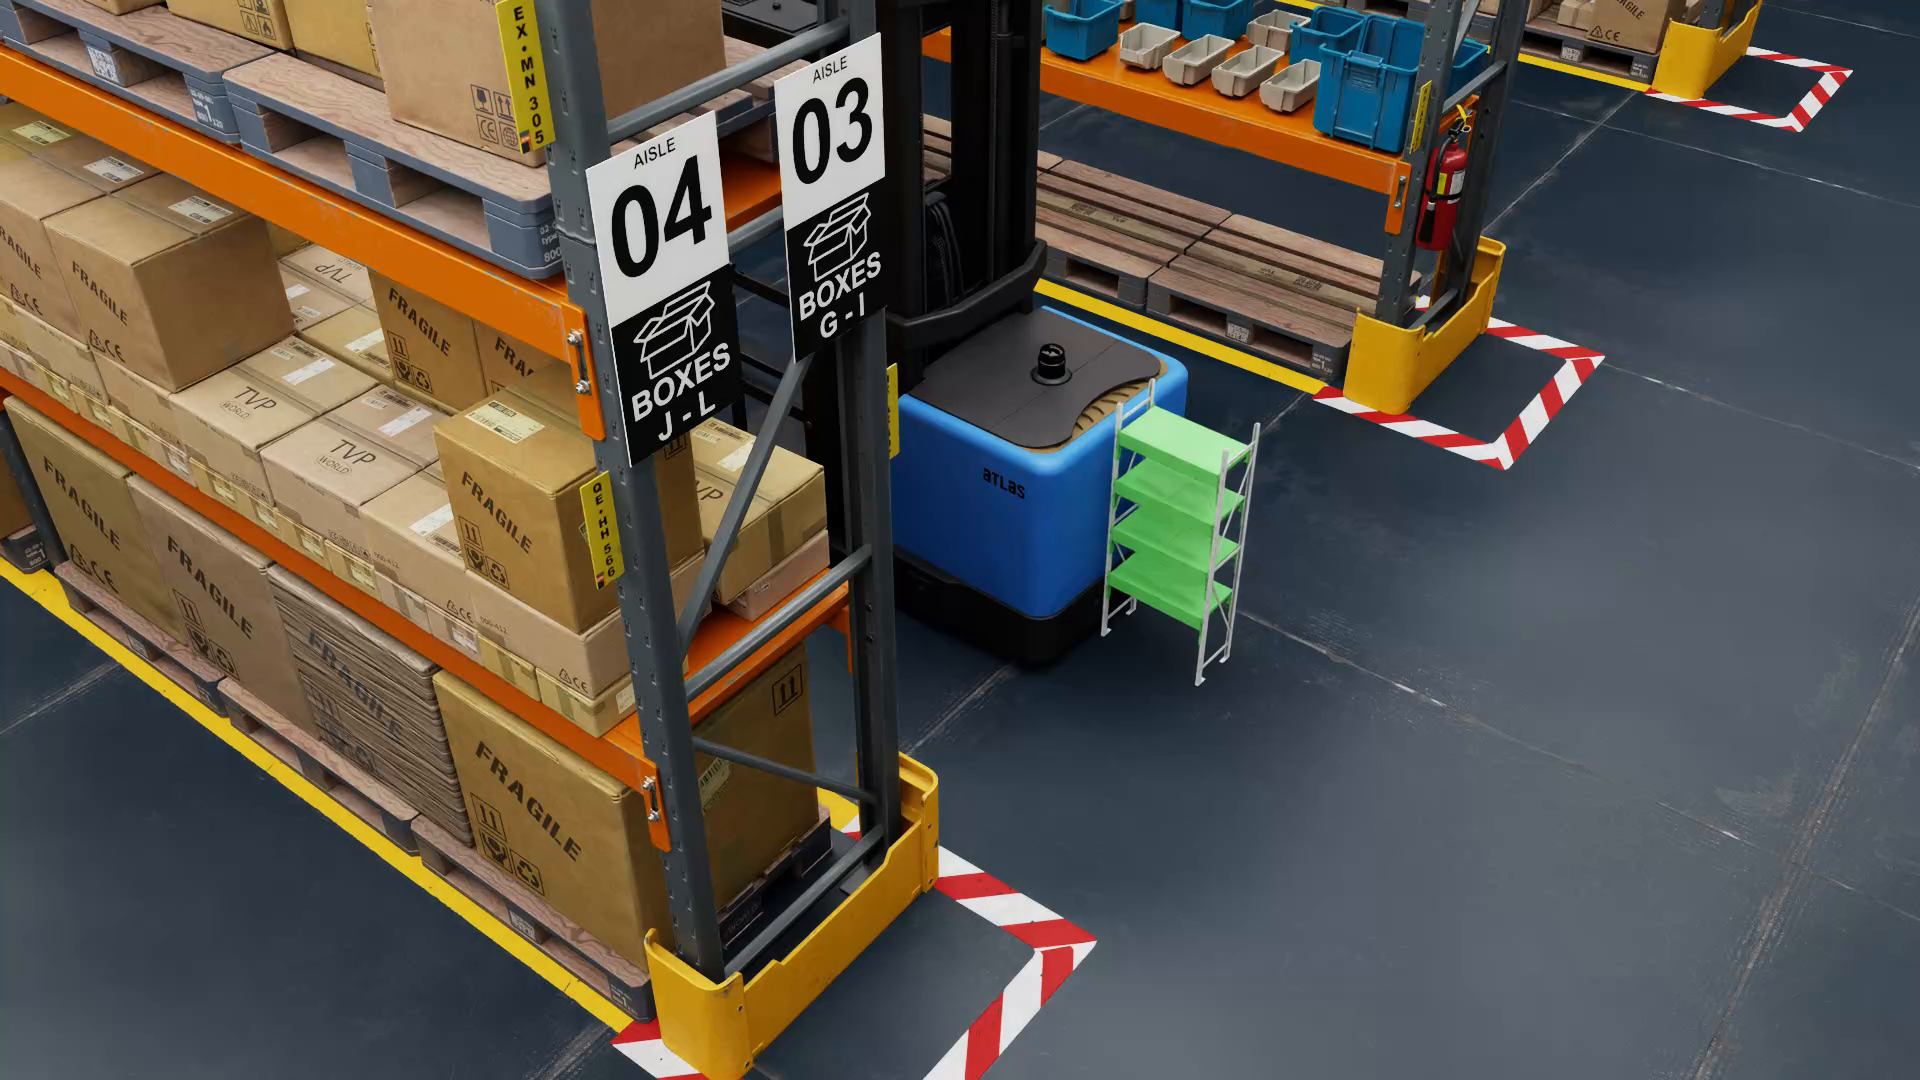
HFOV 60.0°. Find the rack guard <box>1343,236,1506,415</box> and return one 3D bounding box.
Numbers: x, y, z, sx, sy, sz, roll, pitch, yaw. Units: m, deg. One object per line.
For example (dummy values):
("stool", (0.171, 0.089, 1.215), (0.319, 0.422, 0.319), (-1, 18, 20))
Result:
("rack guard", (2.474, -1.173, 8.843), (0.348, 0.500, 1.175), (25, 45, 29))

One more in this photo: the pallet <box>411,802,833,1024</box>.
("pallet", (-1.244, 1.102, 6.171), (1.213, 0.211, 1.003), (25, 45, 29))

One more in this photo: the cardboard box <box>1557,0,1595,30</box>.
("cardboard box", (4.611, -3.921, 12.266), (0.250, 0.166, 0.380), (25, 45, 29))

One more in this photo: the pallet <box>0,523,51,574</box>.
("pallet", (-4.398, -0.387, 8.073), (1.213, 0.211, 1.003), (25, 45, 29))

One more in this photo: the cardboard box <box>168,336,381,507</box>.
("cardboard box", (-2.331, -0.418, 5.731), (0.500, 0.250, 0.500), (25, 45, 29))

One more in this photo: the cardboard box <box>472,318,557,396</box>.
("cardboard box", (-1.176, -0.587, 5.339), (0.500, 0.500, 0.500), (24, 44, 28))

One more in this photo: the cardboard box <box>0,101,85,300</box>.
("cardboard box", (-3.514, -1.282, 6.226), (0.500, 0.500, 0.500), (25, 45, 29))

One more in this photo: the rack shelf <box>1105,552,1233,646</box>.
("rack shelf", (0.882, 0.224, 6.983), (0.480, 0.148, 0.258), (27, 46, 30))

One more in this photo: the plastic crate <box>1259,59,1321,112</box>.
("plastic crate", (1.690, -2.297, 8.415), (0.243, 0.136, 0.396), (25, 45, 29))

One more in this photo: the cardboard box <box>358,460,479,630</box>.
("cardboard box", (-1.510, -0.035, 5.242), (0.500, 0.250, 0.500), (24, 44, 28))

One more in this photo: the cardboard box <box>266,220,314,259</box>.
("cardboard box", (-2.816, -1.355, 6.320), (0.500, 0.500, 0.500), (26, 45, 29))

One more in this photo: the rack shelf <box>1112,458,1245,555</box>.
("rack shelf", (0.882, -0.154, 6.687), (0.480, 0.148, 0.258), (27, 46, 30))

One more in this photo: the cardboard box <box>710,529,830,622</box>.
("cardboard box", (-0.643, 0.070, 5.432), (0.250, 0.149, 0.380), (26, 45, 29))

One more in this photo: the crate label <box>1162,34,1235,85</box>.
("crate label", (1.232, -2.505, 8.681), (0.243, 0.136, 0.396), (25, 45, 29))

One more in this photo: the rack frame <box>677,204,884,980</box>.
("rack frame", (-0.564, 0.267, 4.976), (0.053, 2.616, 0.949), (25, 45, 29))

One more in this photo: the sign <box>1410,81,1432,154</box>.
("sign", (2.126, -1.949, 7.674), (0.005, 0.325, 0.100), (25, 45, 29))

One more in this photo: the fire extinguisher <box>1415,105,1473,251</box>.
("fire extinguisher", (2.291, -1.704, 7.858), (0.183, 0.674, 0.296), (25, 45, 29))

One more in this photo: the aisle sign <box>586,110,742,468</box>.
("aisle sign", (-0.687, -0.585, 3.955), (0.004, 0.787, 0.394), (25, 45, 29))

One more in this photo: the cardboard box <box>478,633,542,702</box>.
("cardboard box", (-1.252, 0.295, 5.143), (0.250, 0.149, 0.380), (26, 45, 29))

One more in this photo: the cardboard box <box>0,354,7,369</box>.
("cardboard box", (-3.706, -0.860, 6.619), (0.250, 0.149, 0.380), (25, 45, 29))

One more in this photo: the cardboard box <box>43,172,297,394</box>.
("cardboard box", (-2.711, -0.901, 5.739), (0.500, 0.500, 0.500), (24, 44, 27))

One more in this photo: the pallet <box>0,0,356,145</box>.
("pallet", (-2.131, -1.610, 5.012), (1.213, 0.211, 1.003), (25, 45, 29))

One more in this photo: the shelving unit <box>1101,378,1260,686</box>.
("shelving unit", (0.882, -0.015, 6.796), (0.503, 1.200, 0.258), (27, 46, 30))

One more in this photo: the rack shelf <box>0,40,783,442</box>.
("rack shelf", (-2.150, -1.382, 5.232), (4.000, 0.370, 1.077), (25, 45, 29))

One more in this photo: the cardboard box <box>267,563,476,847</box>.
("cardboard box", (-1.842, 0.395, 6.195), (0.875, 0.875, 0.875), (25, 45, 29))

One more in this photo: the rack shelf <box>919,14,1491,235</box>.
("rack shelf", (0.859, -2.626, 9.254), (4.000, 0.370, 1.077), (25, 45, 29))

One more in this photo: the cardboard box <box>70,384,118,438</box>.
("cardboard box", (-3.078, -0.566, 6.243), (0.250, 0.149, 0.380), (24, 44, 27))

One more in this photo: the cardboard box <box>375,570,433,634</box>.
("cardboard box", (-1.650, 0.106, 5.385), (0.250, 0.149, 0.380), (26, 45, 29))

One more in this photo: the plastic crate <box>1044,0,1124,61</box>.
("plastic crate", (0.660, -2.761, 8.931), (0.300, 0.233, 0.416), (25, 45, 29))

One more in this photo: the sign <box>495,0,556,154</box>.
("sign", (-0.903, -0.973, 3.472), (0.005, 0.325, 0.100), (25, 45, 29))

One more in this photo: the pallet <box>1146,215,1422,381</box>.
("pallet", (1.816, -1.390, 9.354), (1.213, 0.211, 1.003), (25, 45, 29))

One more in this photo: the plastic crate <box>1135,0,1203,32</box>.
("plastic crate", (1.167, -2.977, 9.206), (0.300, 0.233, 0.416), (25, 45, 29))

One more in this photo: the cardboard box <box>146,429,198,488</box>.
("cardboard box", (-2.676, -0.375, 6.000), (0.250, 0.149, 0.380), (26, 45, 29))

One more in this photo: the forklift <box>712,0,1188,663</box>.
("forklift", (-0.482, -1.403, 7.164), (3.031, 2.935, 1.130), (27, 46, 30))

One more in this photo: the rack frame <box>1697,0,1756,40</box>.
("rack frame", (5.460, -4.584, 11.172), (0.127, 3.000, 1.000), (25, 45, 29))

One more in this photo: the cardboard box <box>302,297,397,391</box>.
("cardboard box", (-2.011, -0.679, 6.065), (0.500, 0.250, 0.500), (24, 44, 28))

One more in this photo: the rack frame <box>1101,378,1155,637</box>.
("rack frame", (0.695, -0.112, 6.920), (0.015, 1.200, 0.240), (27, 46, 30))

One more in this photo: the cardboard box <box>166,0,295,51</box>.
("cardboard box", (-1.821, -1.768, 4.639), (0.500, 0.500, 0.700), (22, 43, 26))

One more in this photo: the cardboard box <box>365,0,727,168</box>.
("cardboard box", (-1.007, -1.328, 4.077), (0.500, 0.500, 0.700), (23, 43, 26))

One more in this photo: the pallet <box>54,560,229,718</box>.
("pallet", (-3.183, 0.188, 7.338), (1.213, 0.211, 1.003), (25, 45, 29))

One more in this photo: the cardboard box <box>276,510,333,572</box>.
("cardboard box", (-2.063, -0.087, 5.631), (0.250, 0.149, 0.380), (25, 45, 29))

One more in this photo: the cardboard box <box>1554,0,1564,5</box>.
("cardboard box", (4.803, -4.205, 12.561), (0.500, 0.250, 0.500), (25, 45, 29))

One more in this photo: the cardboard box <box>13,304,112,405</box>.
("cardboard box", (-3.133, -0.798, 6.216), (0.500, 0.250, 0.500), (25, 44, 28))

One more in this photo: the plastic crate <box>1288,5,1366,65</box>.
("plastic crate", (1.928, -2.618, 8.748), (0.300, 0.233, 0.416), (25, 45, 29))
